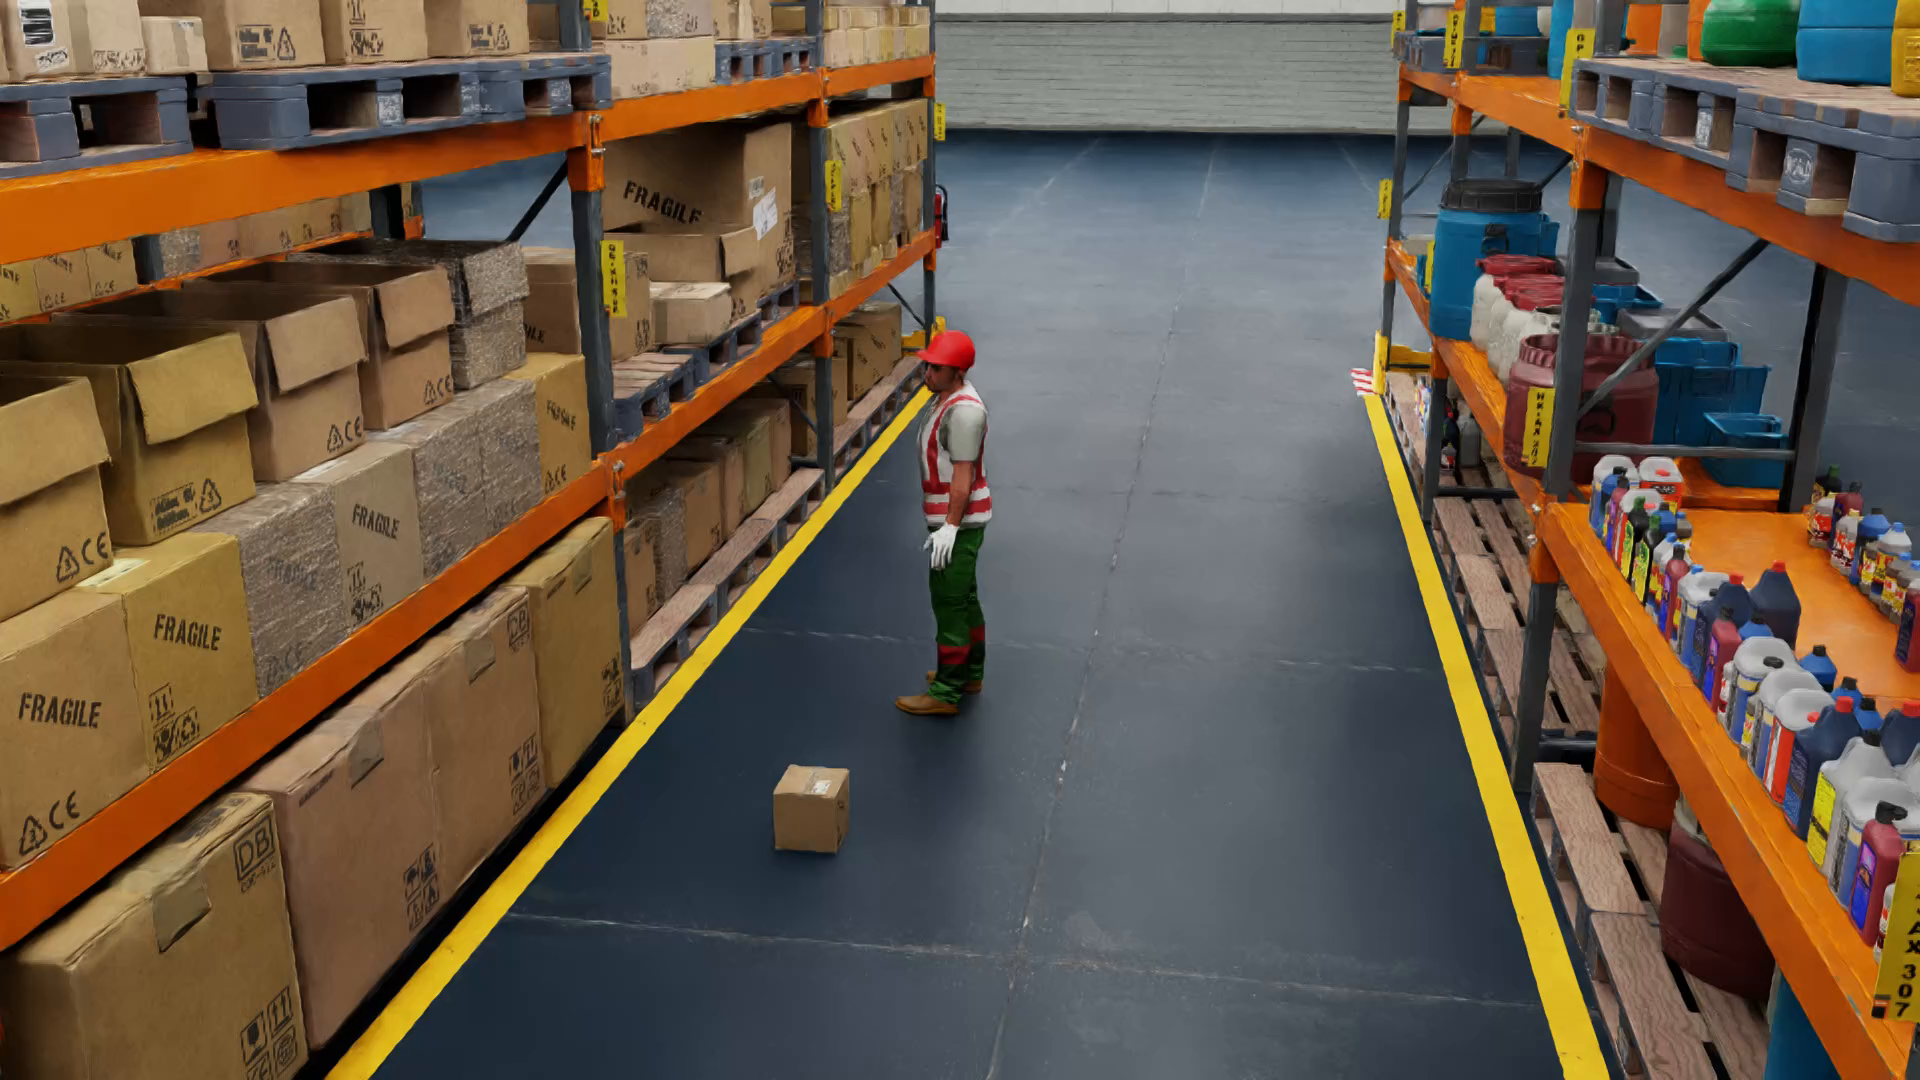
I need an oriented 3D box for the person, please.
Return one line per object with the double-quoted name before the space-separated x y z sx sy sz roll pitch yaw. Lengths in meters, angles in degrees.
"person" -0.092 -0.080 7.660 0.465 1.794 0.620 -2 18 -6
